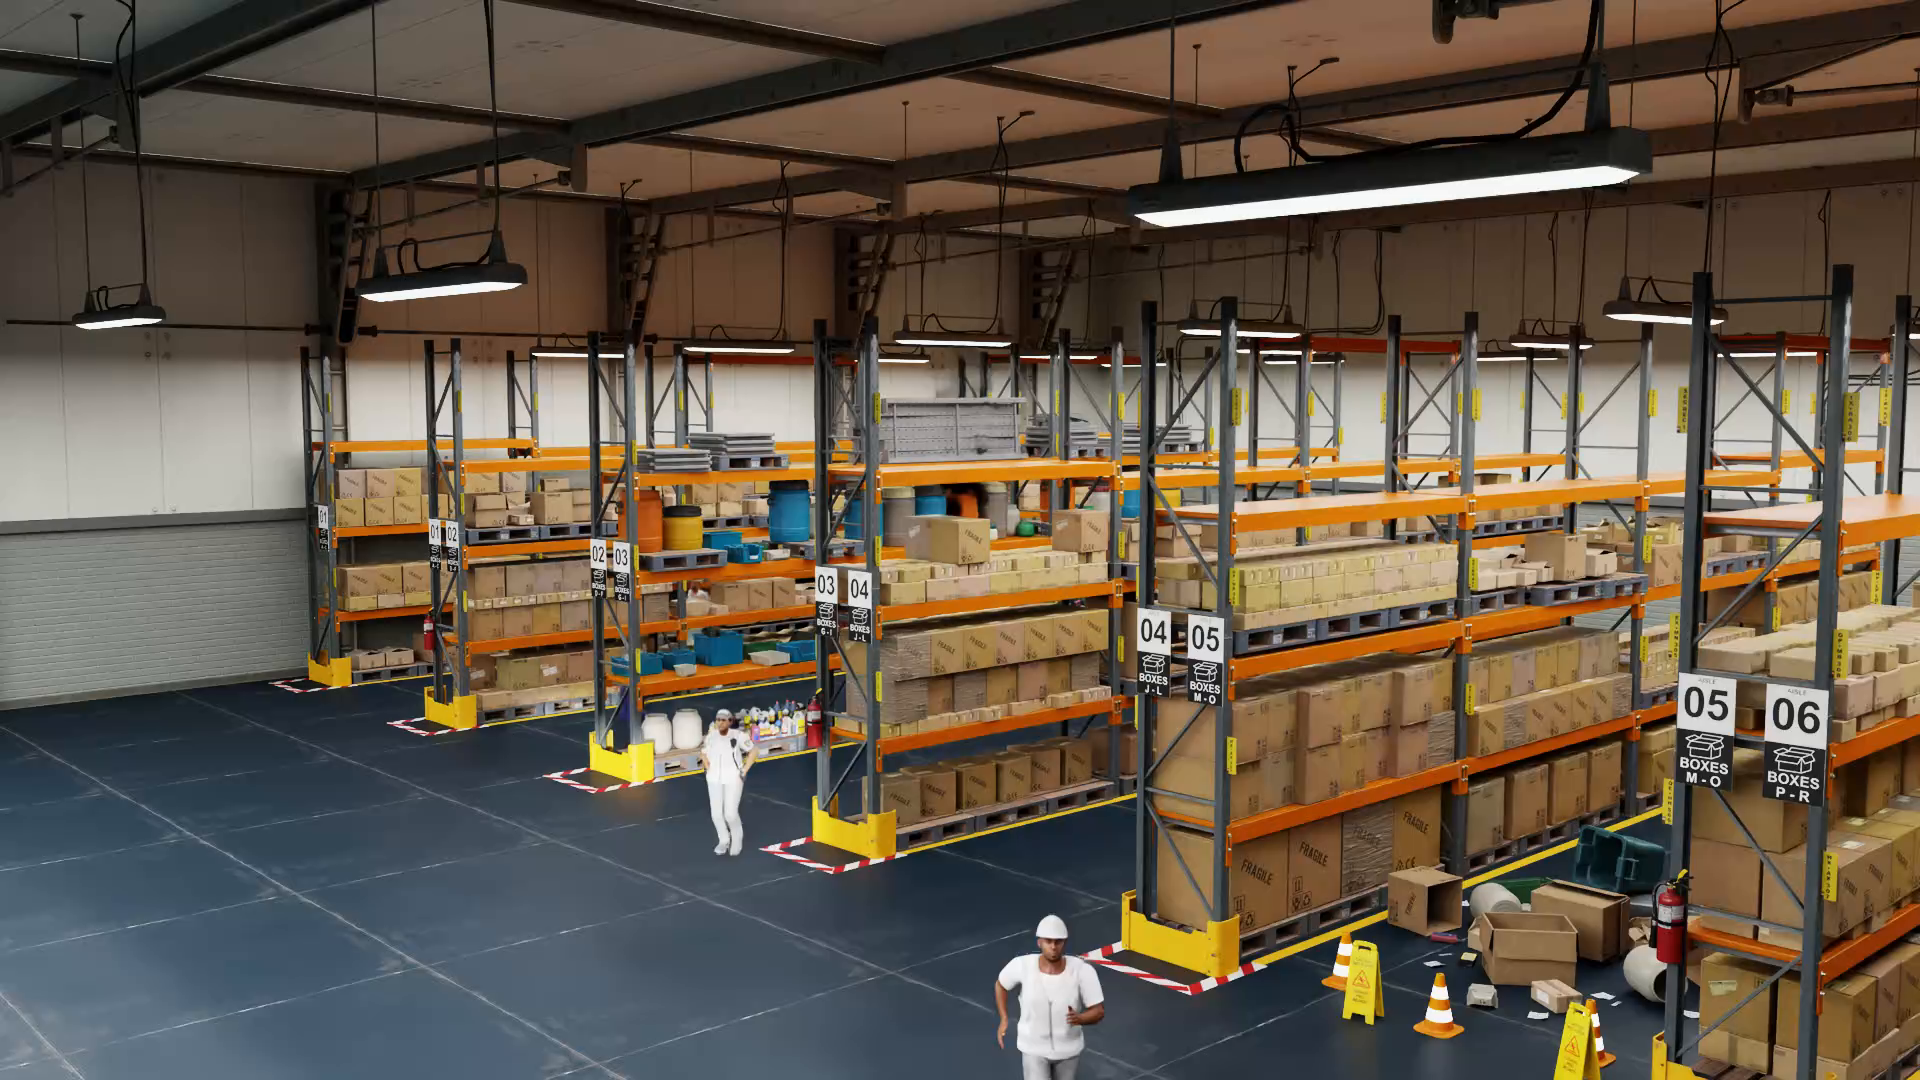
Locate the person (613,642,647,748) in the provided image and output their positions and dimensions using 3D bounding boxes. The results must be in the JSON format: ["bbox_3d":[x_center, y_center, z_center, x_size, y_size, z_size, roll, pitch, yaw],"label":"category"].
[{"bbox_3d":[-4.766,2.224,24.471,0.609,1.606,0.584,3,6,29],"label":"person"}]

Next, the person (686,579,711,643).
[{"bbox_3d":[-4.974,1.537,31.457,0.657,1.743,0.605,4,6,36],"label":"person"}]

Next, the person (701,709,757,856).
[{"bbox_3d":[-2.620,2.716,18.565,0.605,1.666,0.568,1,5,11],"label":"person"}]

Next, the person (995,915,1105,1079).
[{"bbox_3d":[0.588,3.320,10.771,0.682,1.803,0.879,0,5,-4],"label":"person"}]
